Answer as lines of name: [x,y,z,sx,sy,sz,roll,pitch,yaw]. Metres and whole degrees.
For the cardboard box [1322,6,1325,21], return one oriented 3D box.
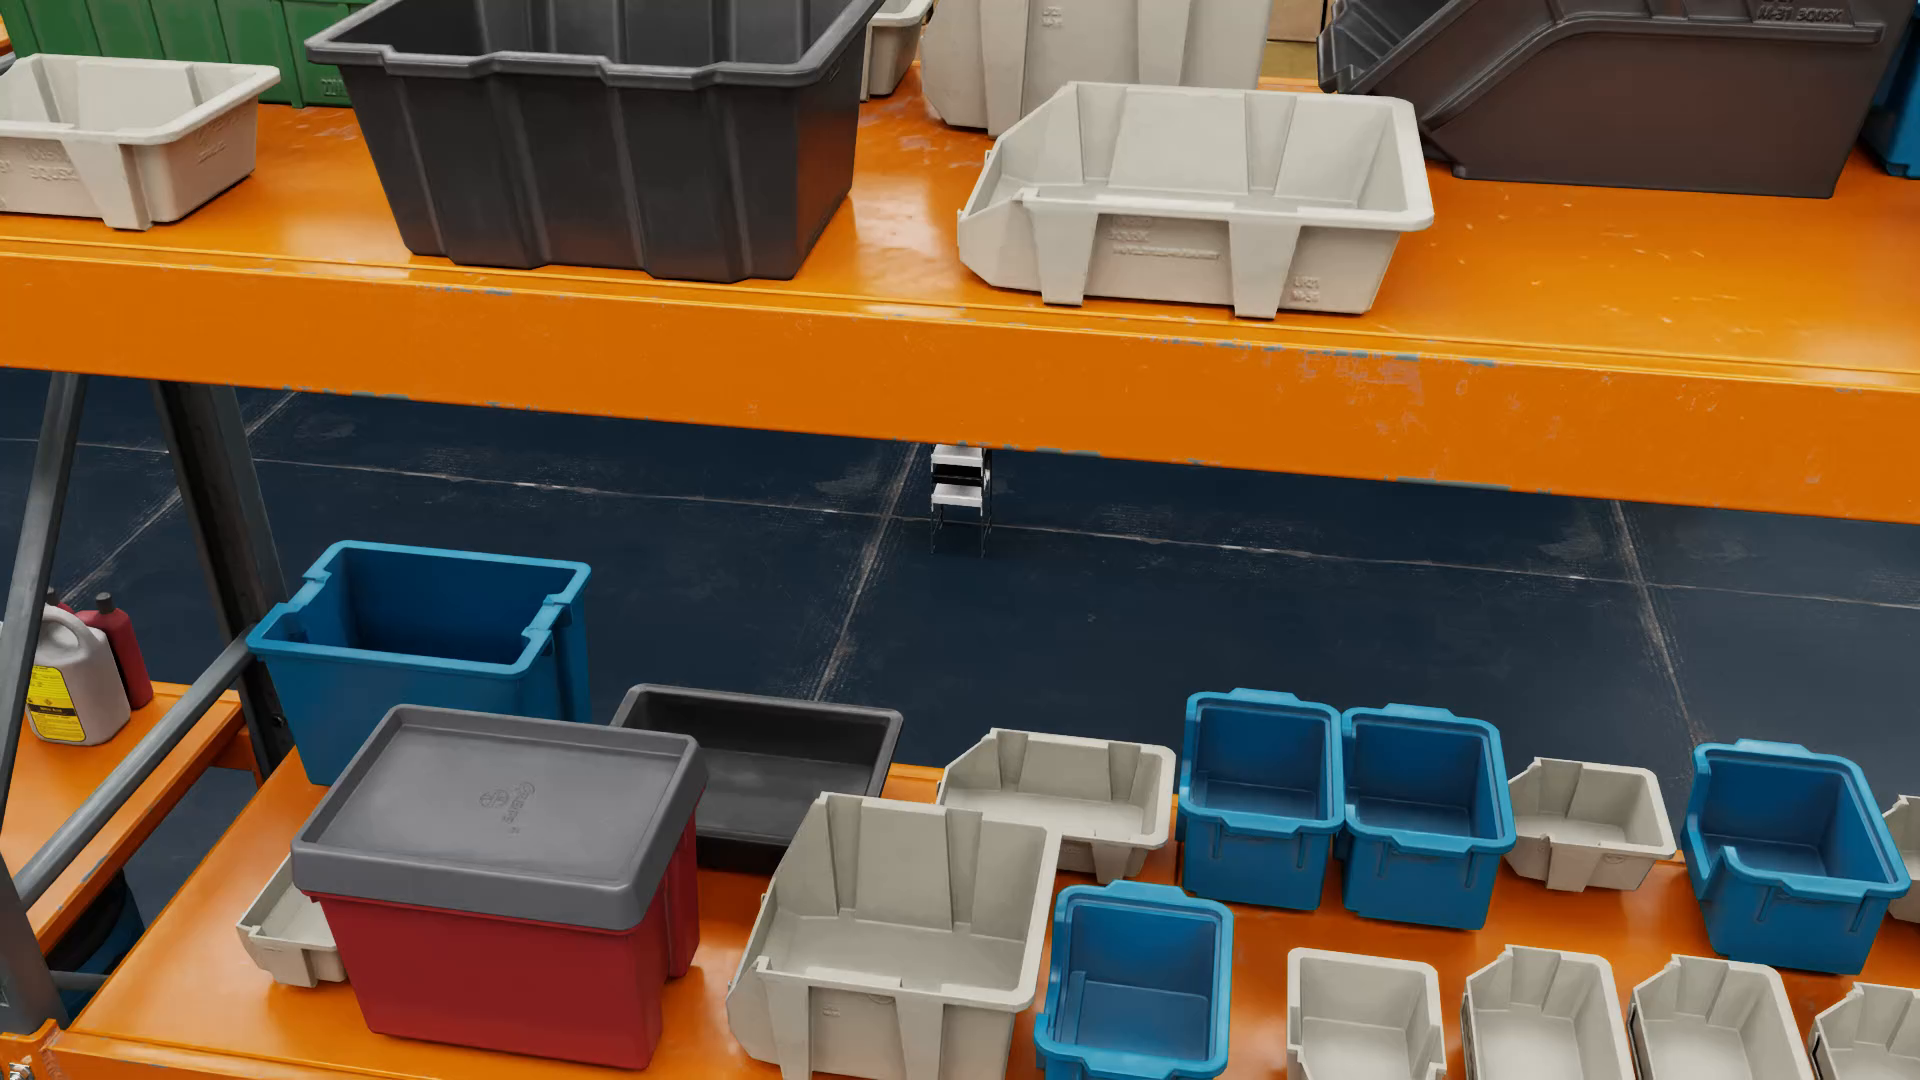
cardboard box: [1.795,-2.099,7.182,0.500,0.500,0.500,5,32,8]

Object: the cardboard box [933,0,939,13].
cardboard box: [0.175,-2.378,6.685,0.500,0.500,0.500,4,32,7]

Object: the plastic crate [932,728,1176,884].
plastic crate: [0.179,0.528,3.271,0.466,0.136,0.293,5,32,8]

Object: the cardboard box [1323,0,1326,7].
cardboard box: [1.790,-2.523,6.917,0.500,0.500,0.500,6,32,9]

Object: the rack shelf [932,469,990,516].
rack shelf: [0.008,-0.200,6.623,0.200,0.077,0.258,5,32,8]

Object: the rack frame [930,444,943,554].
rack frame: [-0.092,-0.390,6.525,0.006,0.900,0.240,5,32,8]

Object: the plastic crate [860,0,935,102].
plastic crate: [-0.270,-0.801,2.625,0.466,0.136,0.293,5,32,8]

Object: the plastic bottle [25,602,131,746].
plastic bottle: [-1.920,0.260,3.554,0.185,0.351,0.144,5,32,8]

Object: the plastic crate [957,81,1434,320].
plastic crate: [0.276,-0.414,2.005,0.530,0.136,0.437,5,32,8]

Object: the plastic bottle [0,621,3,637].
plastic bottle: [-2.126,0.259,3.696,0.097,0.201,0.097,0,32,0]

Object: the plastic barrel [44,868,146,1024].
plastic barrel: [-2.121,1.098,3.751,0.708,0.901,0.600,5,32,8]

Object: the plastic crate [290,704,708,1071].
plastic crate: [-0.750,0.602,2.844,0.583,0.464,0.402,5,32,8]

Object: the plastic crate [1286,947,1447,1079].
plastic crate: [0.664,0.847,2.762,0.250,0.136,0.298,5,32,8]

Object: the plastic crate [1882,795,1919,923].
plastic crate: [1.865,0.621,3.123,0.298,0.136,0.250,5,32,8]

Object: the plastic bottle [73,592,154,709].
plastic bottle: [-1.878,0.237,3.654,0.133,0.283,0.061,5,32,8]

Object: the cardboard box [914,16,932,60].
cardboard box: [-0.294,-2.001,7.025,0.500,0.500,0.500,6,33,9]

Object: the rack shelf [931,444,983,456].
rack shelf: [0.008,-0.429,6.480,0.200,0.077,0.258,5,32,8]

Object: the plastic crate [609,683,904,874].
plastic crate: [-0.439,0.494,3.336,0.590,0.125,0.437,5,32,8]

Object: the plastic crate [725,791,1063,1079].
plastic crate: [-0.114,0.701,2.858,0.530,0.282,0.437,5,32,8]

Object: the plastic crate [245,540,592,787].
plastic crate: [-1.070,0.288,3.421,0.575,0.384,0.392,5,32,8]

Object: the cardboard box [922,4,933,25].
cardboard box: [-0.334,-2.424,6.758,0.500,0.500,0.500,6,33,9]

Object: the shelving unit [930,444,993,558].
shelving unit: [0.008,-0.381,6.510,0.210,0.900,0.258,5,32,8]

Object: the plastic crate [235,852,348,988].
plastic crate: [-1.153,0.646,3.082,0.243,0.136,0.396,5,32,8]

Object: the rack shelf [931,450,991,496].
rack shelf: [0.008,-0.276,6.576,0.200,0.077,0.258,5,32,8]

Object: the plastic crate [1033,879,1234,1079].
plastic crate: [0.287,0.797,2.751,0.300,0.233,0.416,5,32,8]

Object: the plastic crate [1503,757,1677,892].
plastic crate: [1.196,0.560,3.219,0.298,0.136,0.250,5,32,8]

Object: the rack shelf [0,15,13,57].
rack shelf: [-3.560,-0.701,2.894,4.000,0.370,1.077,5,32,8]

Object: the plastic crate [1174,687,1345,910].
plastic crate: [0.573,0.508,3.213,0.300,0.233,0.416,5,32,8]

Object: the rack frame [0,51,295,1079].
rack frame: [-1.589,0.445,3.211,0.053,2.616,0.949,5,32,8]

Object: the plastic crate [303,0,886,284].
plastic crate: [-0.410,-0.518,2.047,0.590,0.269,0.497,5,32,8]

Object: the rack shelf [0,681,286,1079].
rack shelf: [-3.560,0.570,3.690,4.000,0.370,1.077,5,32,8]

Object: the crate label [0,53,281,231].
crate label: [-1.154,-0.521,2.177,0.466,0.136,0.293,5,32,8]

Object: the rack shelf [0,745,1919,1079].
rack shelf: [0.383,0.927,3.120,4.000,0.370,1.077,5,32,8]

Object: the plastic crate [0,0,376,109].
plastic crate: [-1.120,-0.858,2.666,0.662,0.188,0.450,5,32,8]

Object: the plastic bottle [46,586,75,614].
plastic bottle: [-2.009,0.225,3.673,0.133,0.283,0.061,5,32,8]

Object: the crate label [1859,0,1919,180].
crate label: [1.500,-0.659,2.289,0.502,0.251,0.408,5,32,8]

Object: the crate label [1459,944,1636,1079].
crate label: [0.959,0.864,2.735,0.243,0.136,0.396,5,32,8]

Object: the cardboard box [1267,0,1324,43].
cardboard box: [1.191,-2.286,6.538,0.500,0.500,0.500,6,33,10]

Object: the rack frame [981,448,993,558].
rack frame: [0.108,-0.372,6.496,0.006,0.900,0.240,5,32,8]

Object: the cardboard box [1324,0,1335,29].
cardboard box: [1.697,-2.240,6.465,0.500,0.500,0.500,6,33,10]

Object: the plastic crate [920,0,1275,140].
plastic crate: [0.222,-0.780,2.453,0.530,0.282,0.437,5,32,8]

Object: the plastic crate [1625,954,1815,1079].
plastic crate: [1.237,0.876,2.716,0.243,0.136,0.396,5,32,8]

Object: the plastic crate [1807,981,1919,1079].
plastic crate: [1.521,0.909,2.663,0.243,0.136,0.396,5,32,8]

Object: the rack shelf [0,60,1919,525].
rack shelf: [0.383,-0.344,2.324,4.000,0.370,1.077,5,32,8]

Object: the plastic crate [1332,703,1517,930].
plastic crate: [0.869,0.535,3.170,0.300,0.233,0.416,5,32,8]

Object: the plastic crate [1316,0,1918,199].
plastic crate: [0.895,-0.725,2.312,0.767,0.338,0.504,5,32,8]

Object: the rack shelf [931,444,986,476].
rack shelf: [0.008,-0.352,6.528,0.200,0.077,0.258,5,32,8]

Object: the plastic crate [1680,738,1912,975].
plastic crate: [1.518,0.593,3.076,0.300,0.233,0.416,5,32,8]

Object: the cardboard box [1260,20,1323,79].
cardboard box: [1.205,-1.866,6.810,0.500,0.500,0.500,5,32,8]
